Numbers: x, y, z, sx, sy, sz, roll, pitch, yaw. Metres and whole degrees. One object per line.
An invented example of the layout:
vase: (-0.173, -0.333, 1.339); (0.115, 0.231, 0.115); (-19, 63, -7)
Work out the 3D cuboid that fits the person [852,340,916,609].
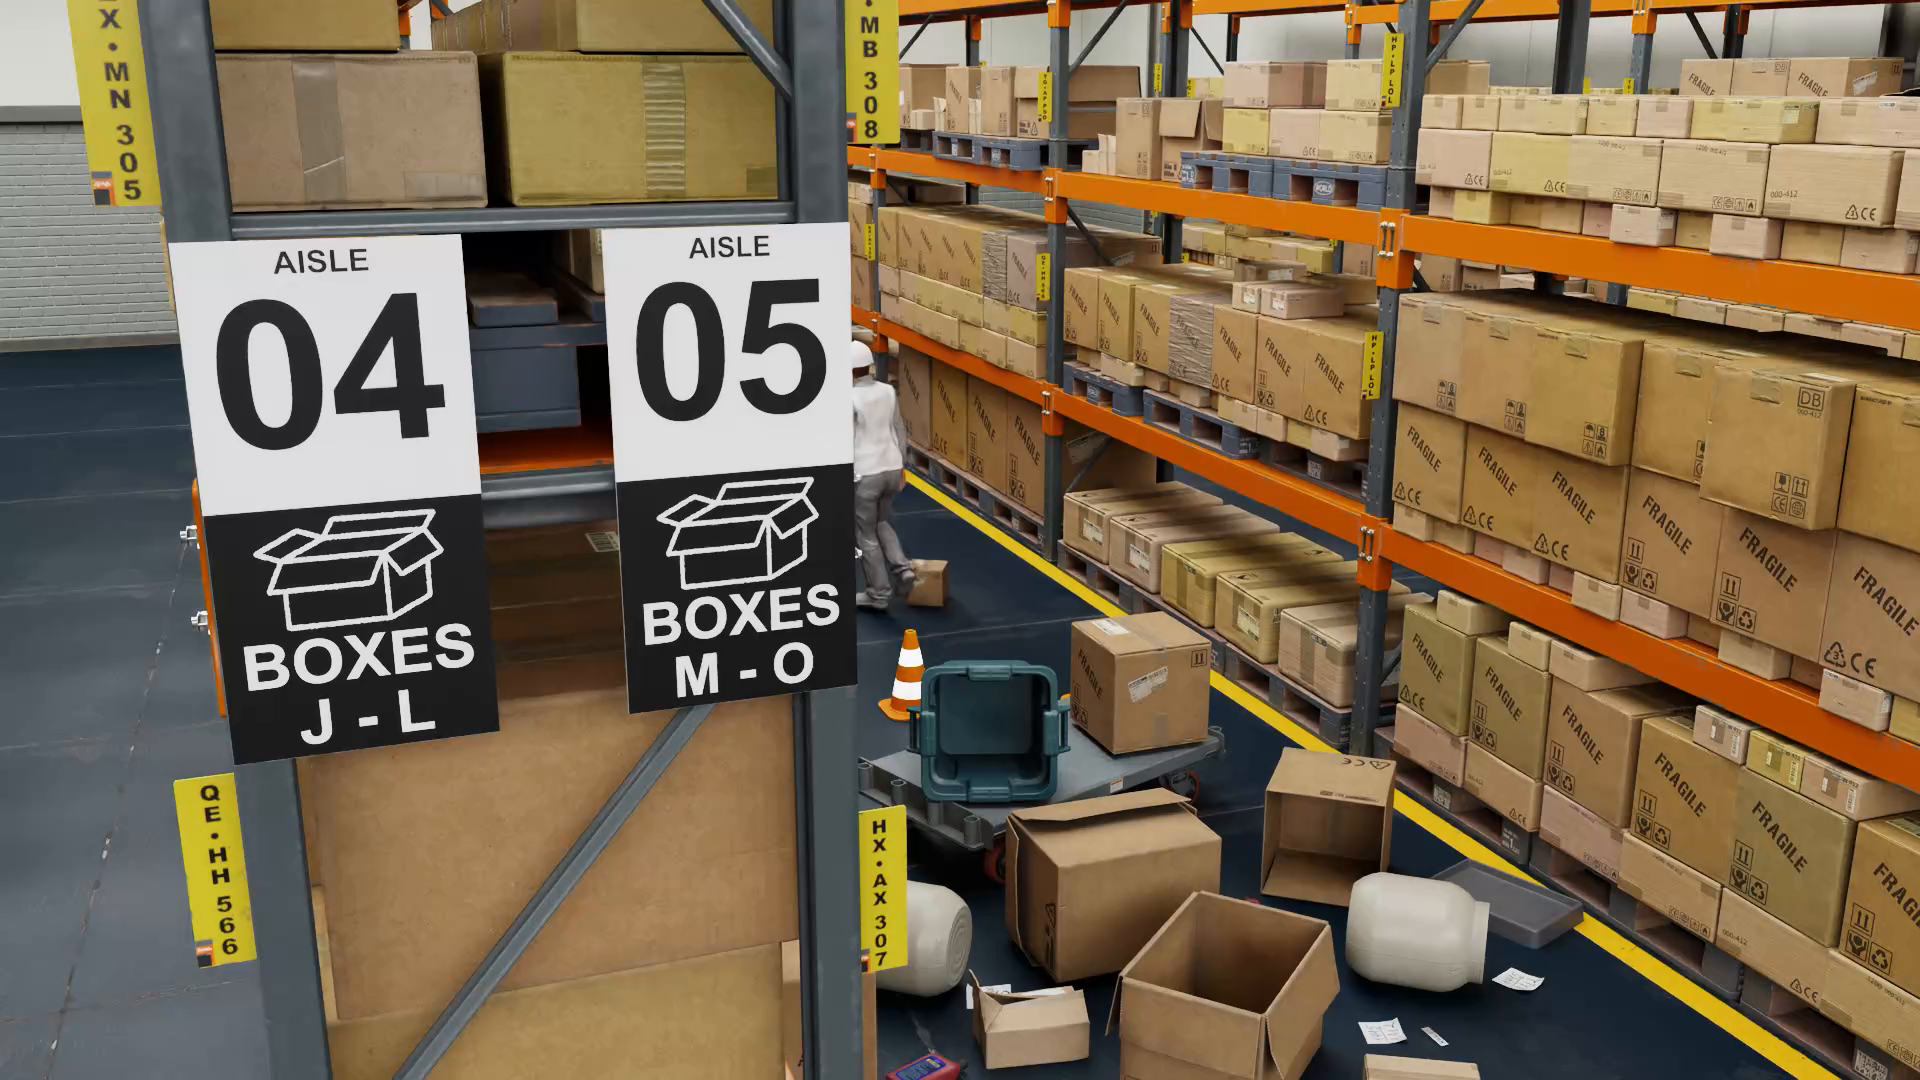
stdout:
person: (-0.581, -0.430, 10.944); (0.544, 1.755, 0.569); (13, 20, 40)
